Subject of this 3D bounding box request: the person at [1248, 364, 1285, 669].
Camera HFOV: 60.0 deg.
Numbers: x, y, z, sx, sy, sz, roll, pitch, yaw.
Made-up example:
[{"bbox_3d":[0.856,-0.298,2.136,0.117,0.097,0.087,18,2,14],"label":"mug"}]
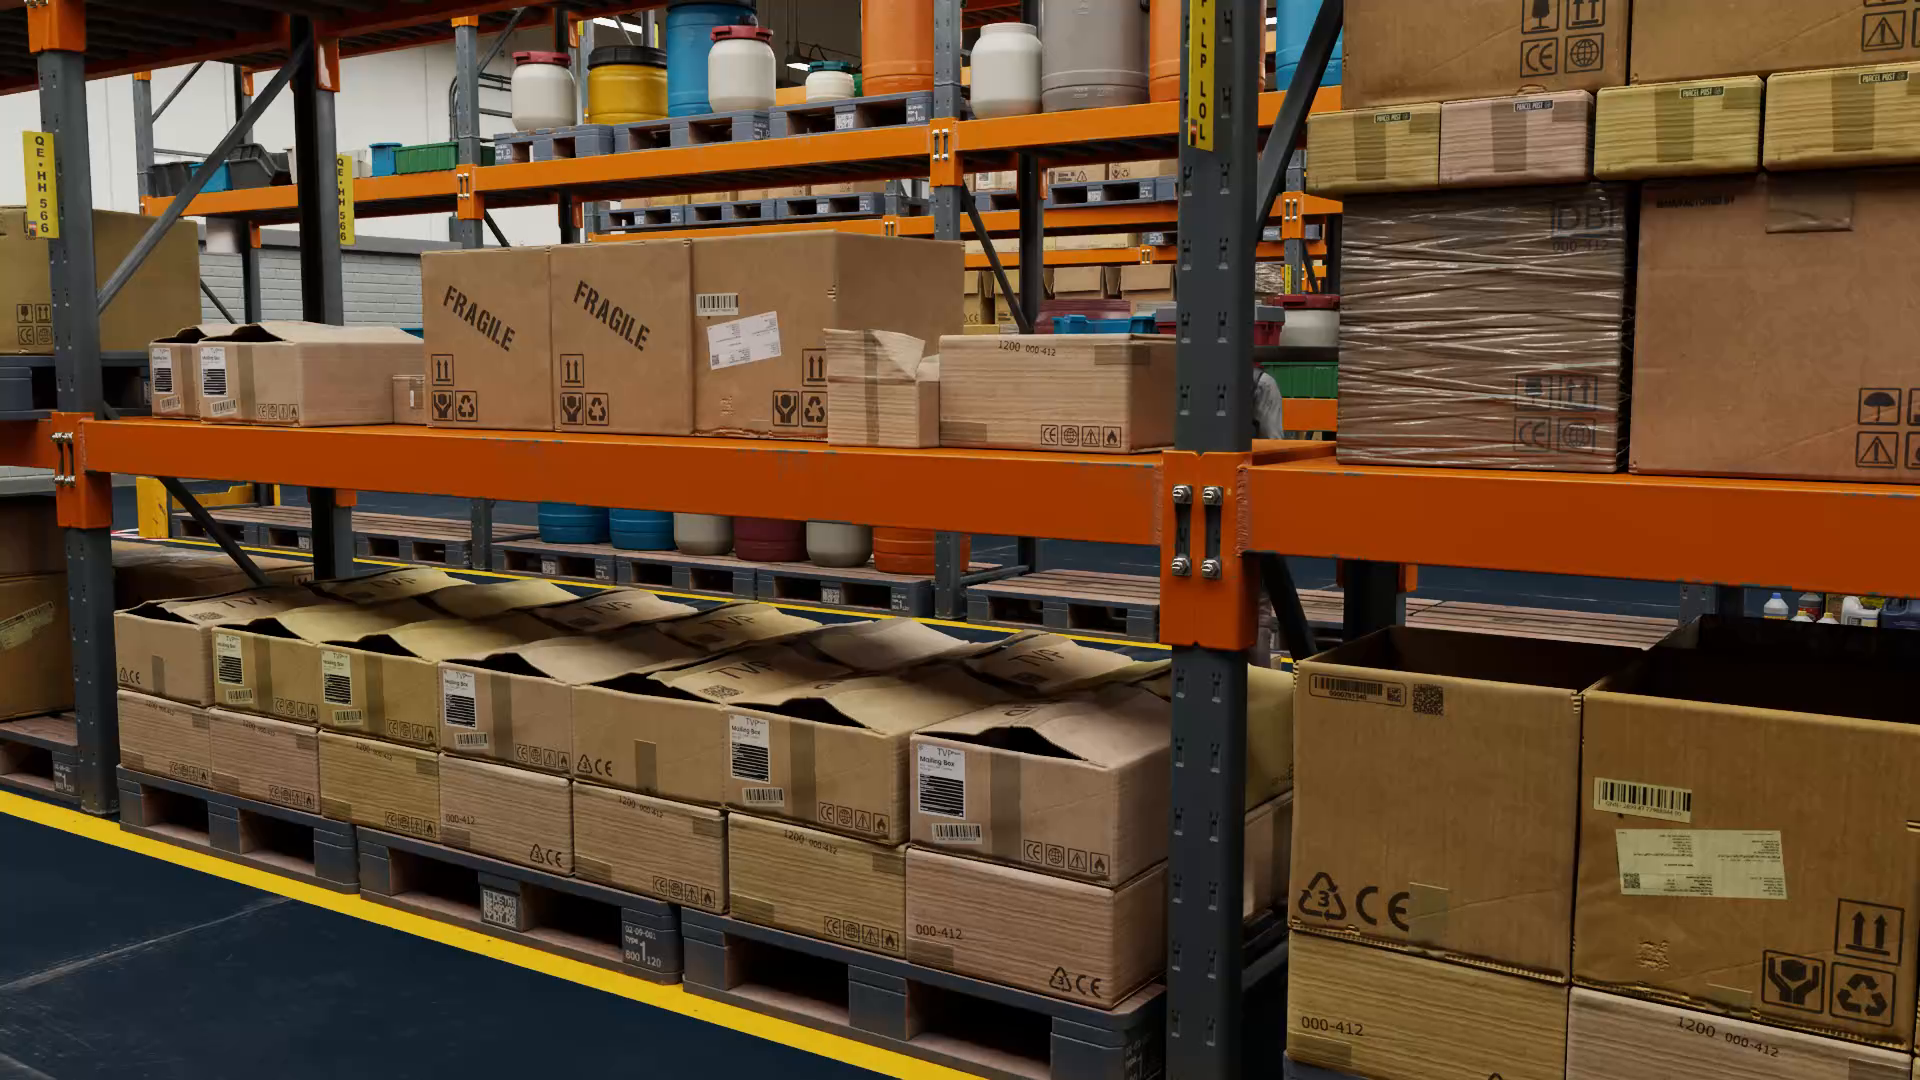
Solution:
[{"bbox_3d":[1.036,-0.092,6.713,0.590,1.722,0.416,4,7,31],"label":"person"}]
